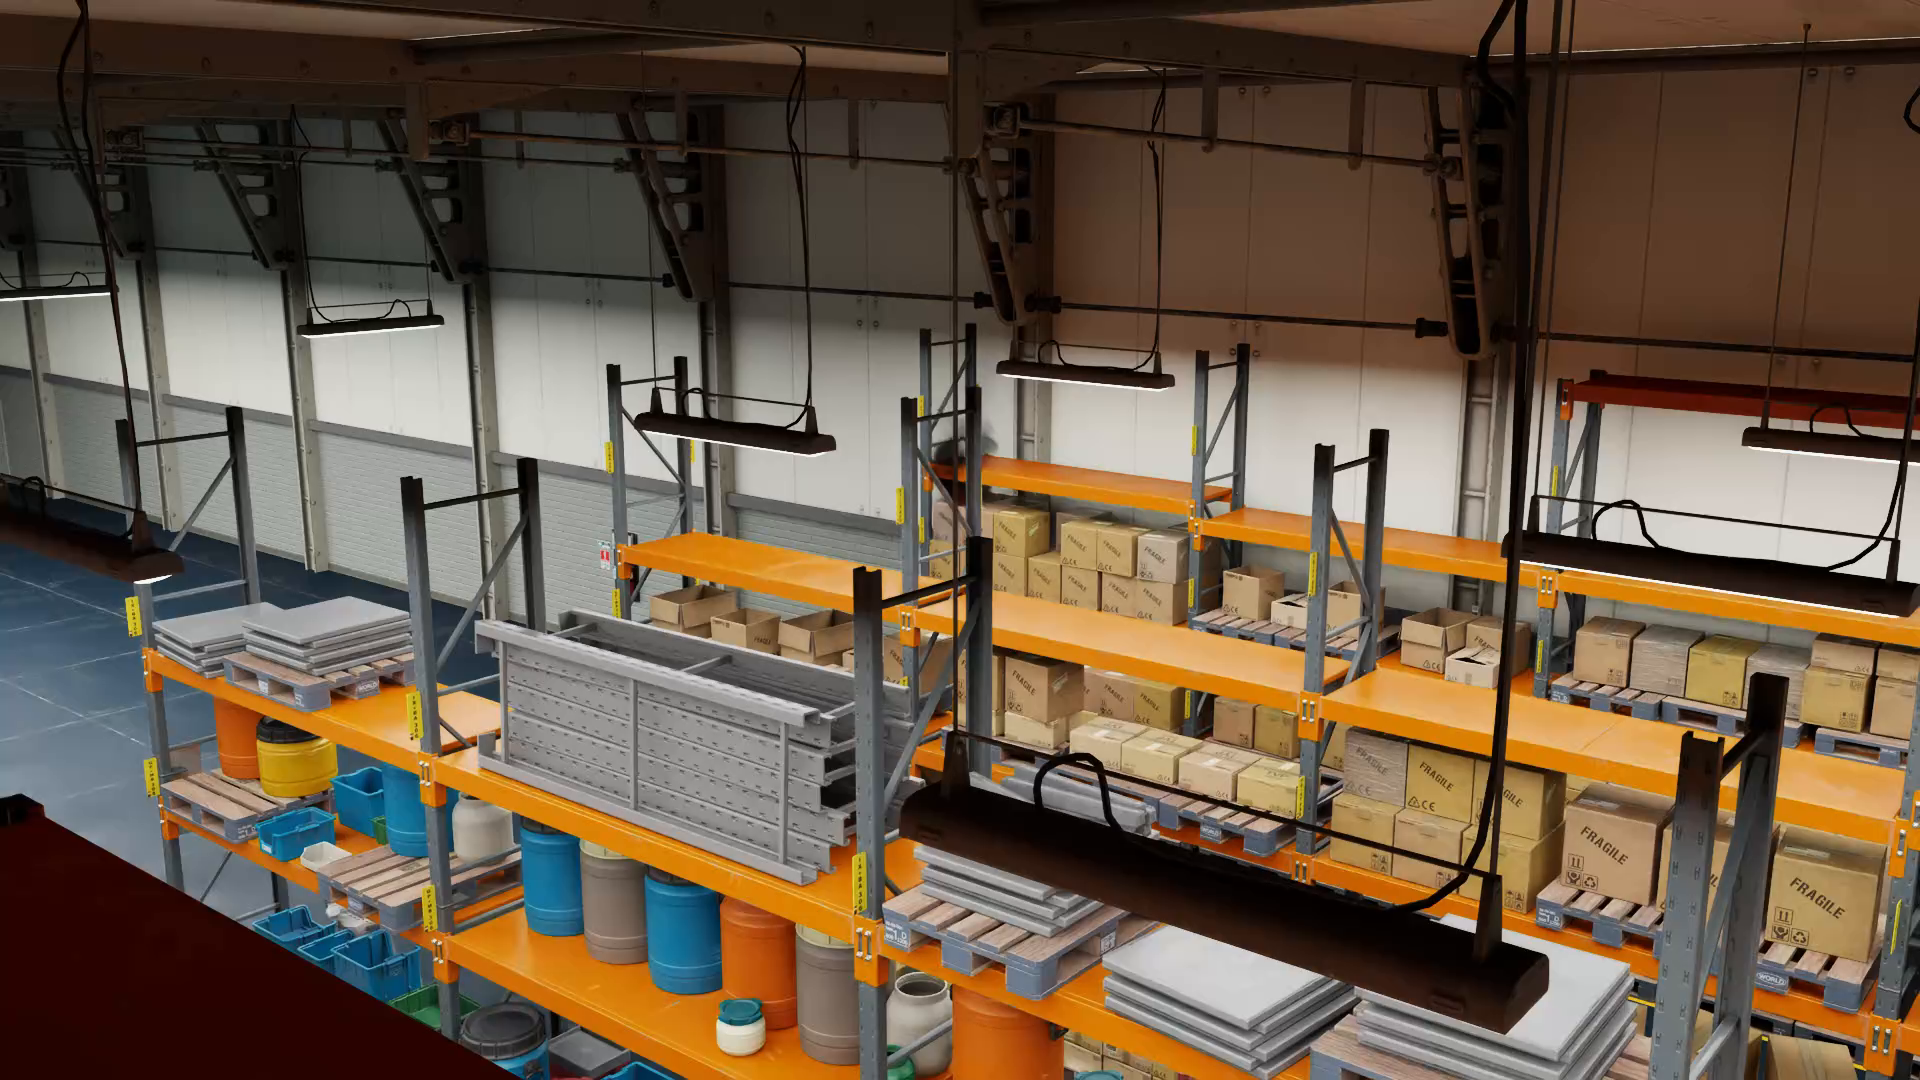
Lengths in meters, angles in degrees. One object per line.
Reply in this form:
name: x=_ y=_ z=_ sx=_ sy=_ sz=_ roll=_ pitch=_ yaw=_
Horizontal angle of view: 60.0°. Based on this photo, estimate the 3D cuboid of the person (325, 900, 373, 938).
person: x=-5.818 y=3.689 z=15.971 sx=0.979 sy=1.643 sz=0.652 roll=4 pitch=13 yaw=18
